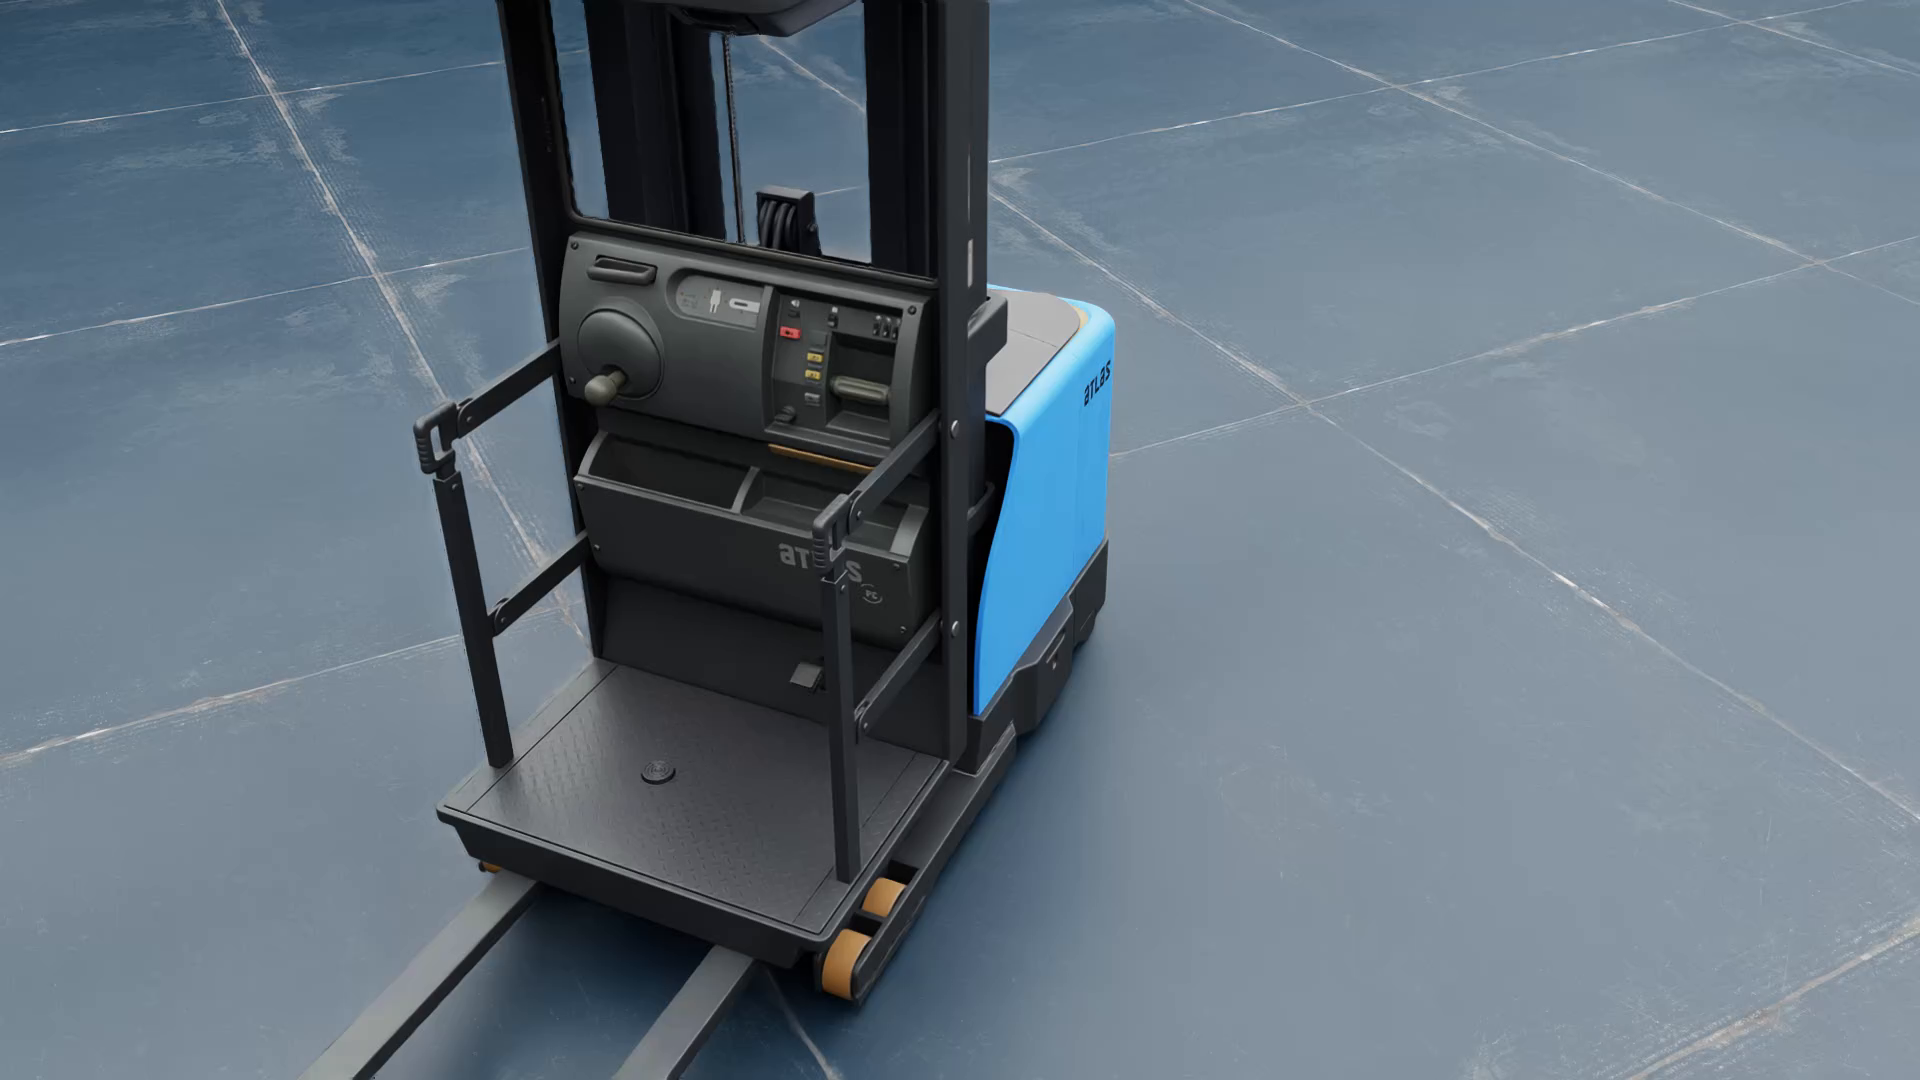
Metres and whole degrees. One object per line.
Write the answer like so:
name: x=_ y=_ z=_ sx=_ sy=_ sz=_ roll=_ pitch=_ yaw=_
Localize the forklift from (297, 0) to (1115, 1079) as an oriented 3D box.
forklift: x=-0.601 y=-0.392 z=3.644 sx=1.130 sy=2.935 sz=3.031 roll=14 pitch=35 yaw=20
